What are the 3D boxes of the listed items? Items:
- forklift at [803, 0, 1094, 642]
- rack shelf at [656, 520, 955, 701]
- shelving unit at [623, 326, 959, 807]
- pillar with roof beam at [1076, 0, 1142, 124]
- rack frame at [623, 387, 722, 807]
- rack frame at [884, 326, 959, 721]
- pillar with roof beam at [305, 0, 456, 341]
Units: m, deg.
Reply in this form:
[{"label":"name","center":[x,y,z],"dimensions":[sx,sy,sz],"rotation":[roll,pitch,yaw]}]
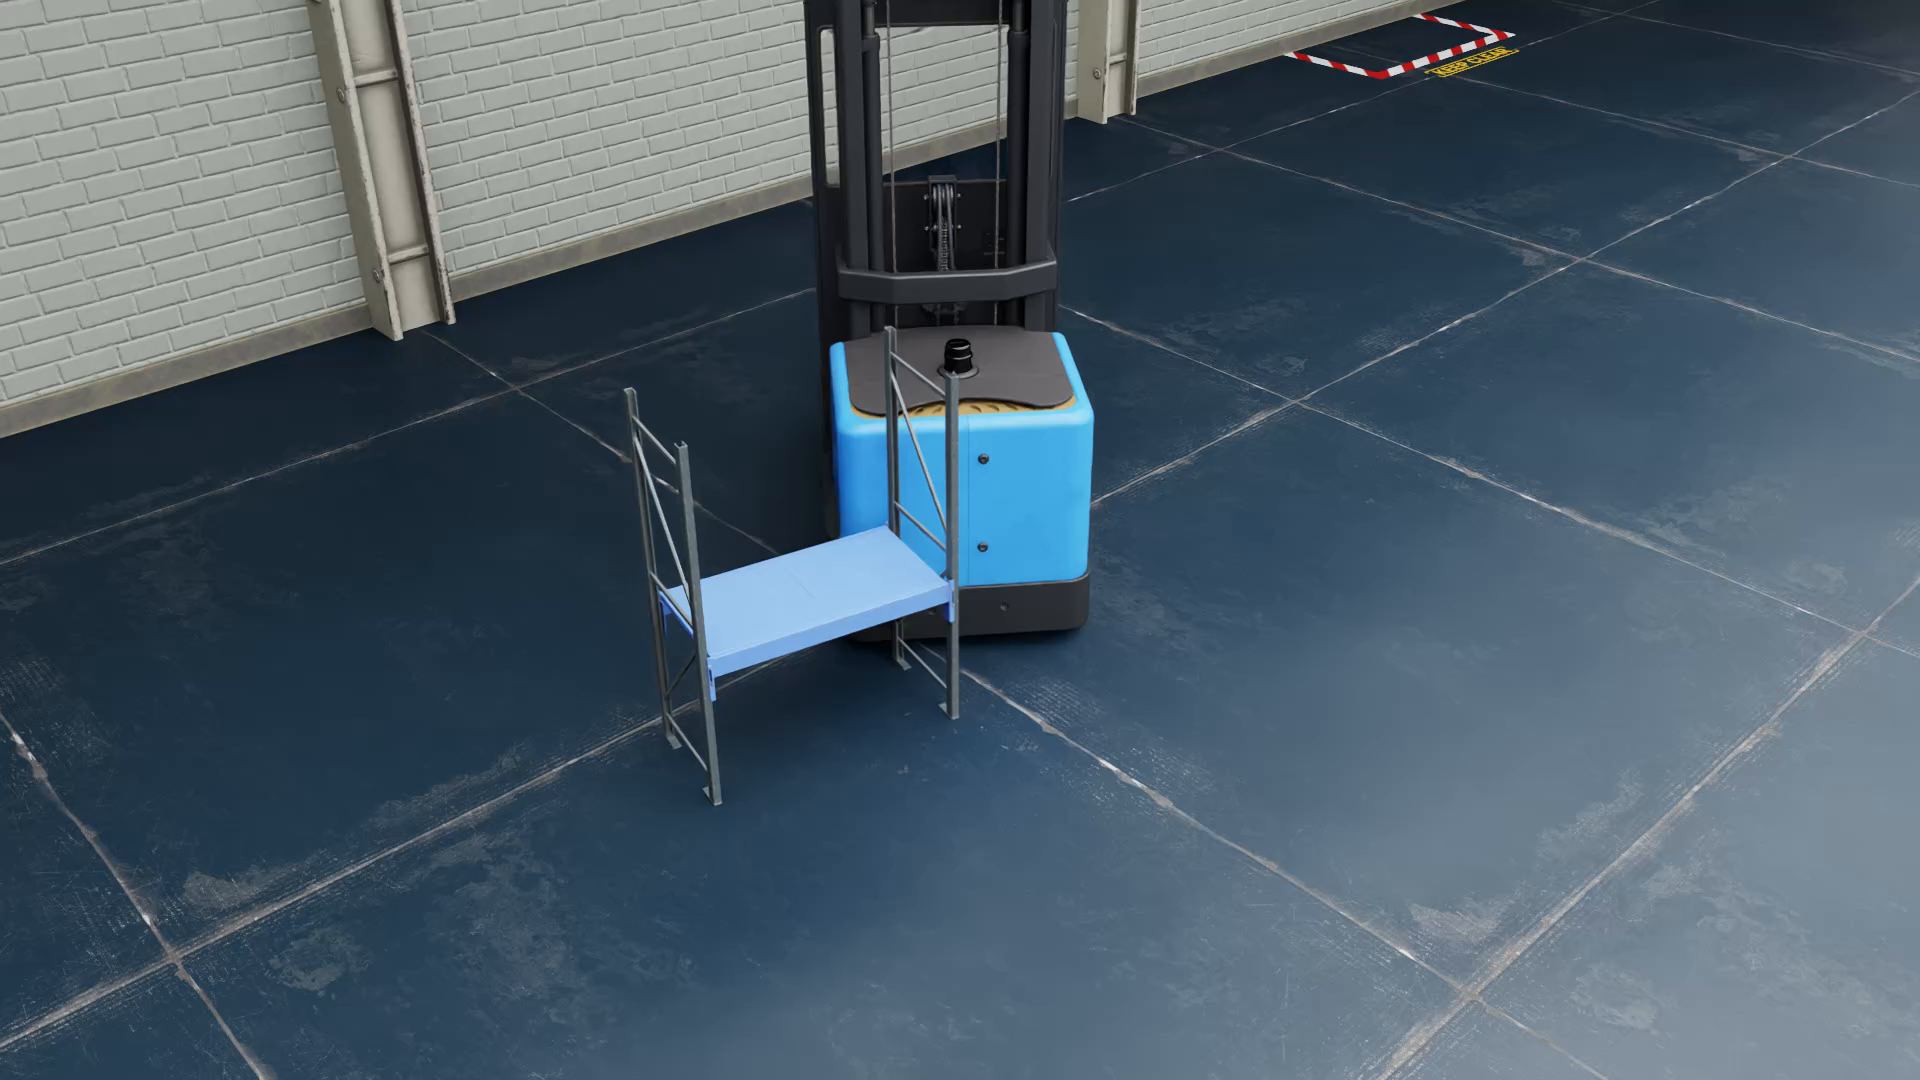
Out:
[{"label":"forklift","center":[-0.128,-1.574,7.515],"dimensions":[1.130,2.935,3.031],"rotation":[-3,32,-5]},{"label":"rack shelf","center":[-0.582,0.247,6.252],"dimensions":[1.000,0.185,0.538],"rotation":[-17,35,-26]},{"label":"shelving unit","center":[-0.582,0.094,6.159],"dimensions":[1.048,1.500,0.538],"rotation":[-17,35,-26]},{"label":"pillar with roof beam","center":[4.092,-5.602,8.286],"dimensions":[0.400,9.000,9.100],"rotation":[-26,40,-35]},{"label":"rack frame","center":[-1.020,0.229,5.939],"dimensions":[0.032,1.500,0.500],"rotation":[-17,35,-26]},{"label":"rack frame","center":[-0.144,-0.041,6.379],"dimensions":[0.032,1.500,0.500],"rotation":[-17,35,-26]},{"label":"pillar with roof beam","center":[-0.308,-3.474,4.806],"dimensions":[0.400,9.000,9.100],"rotation":[-26,40,-35]}]
